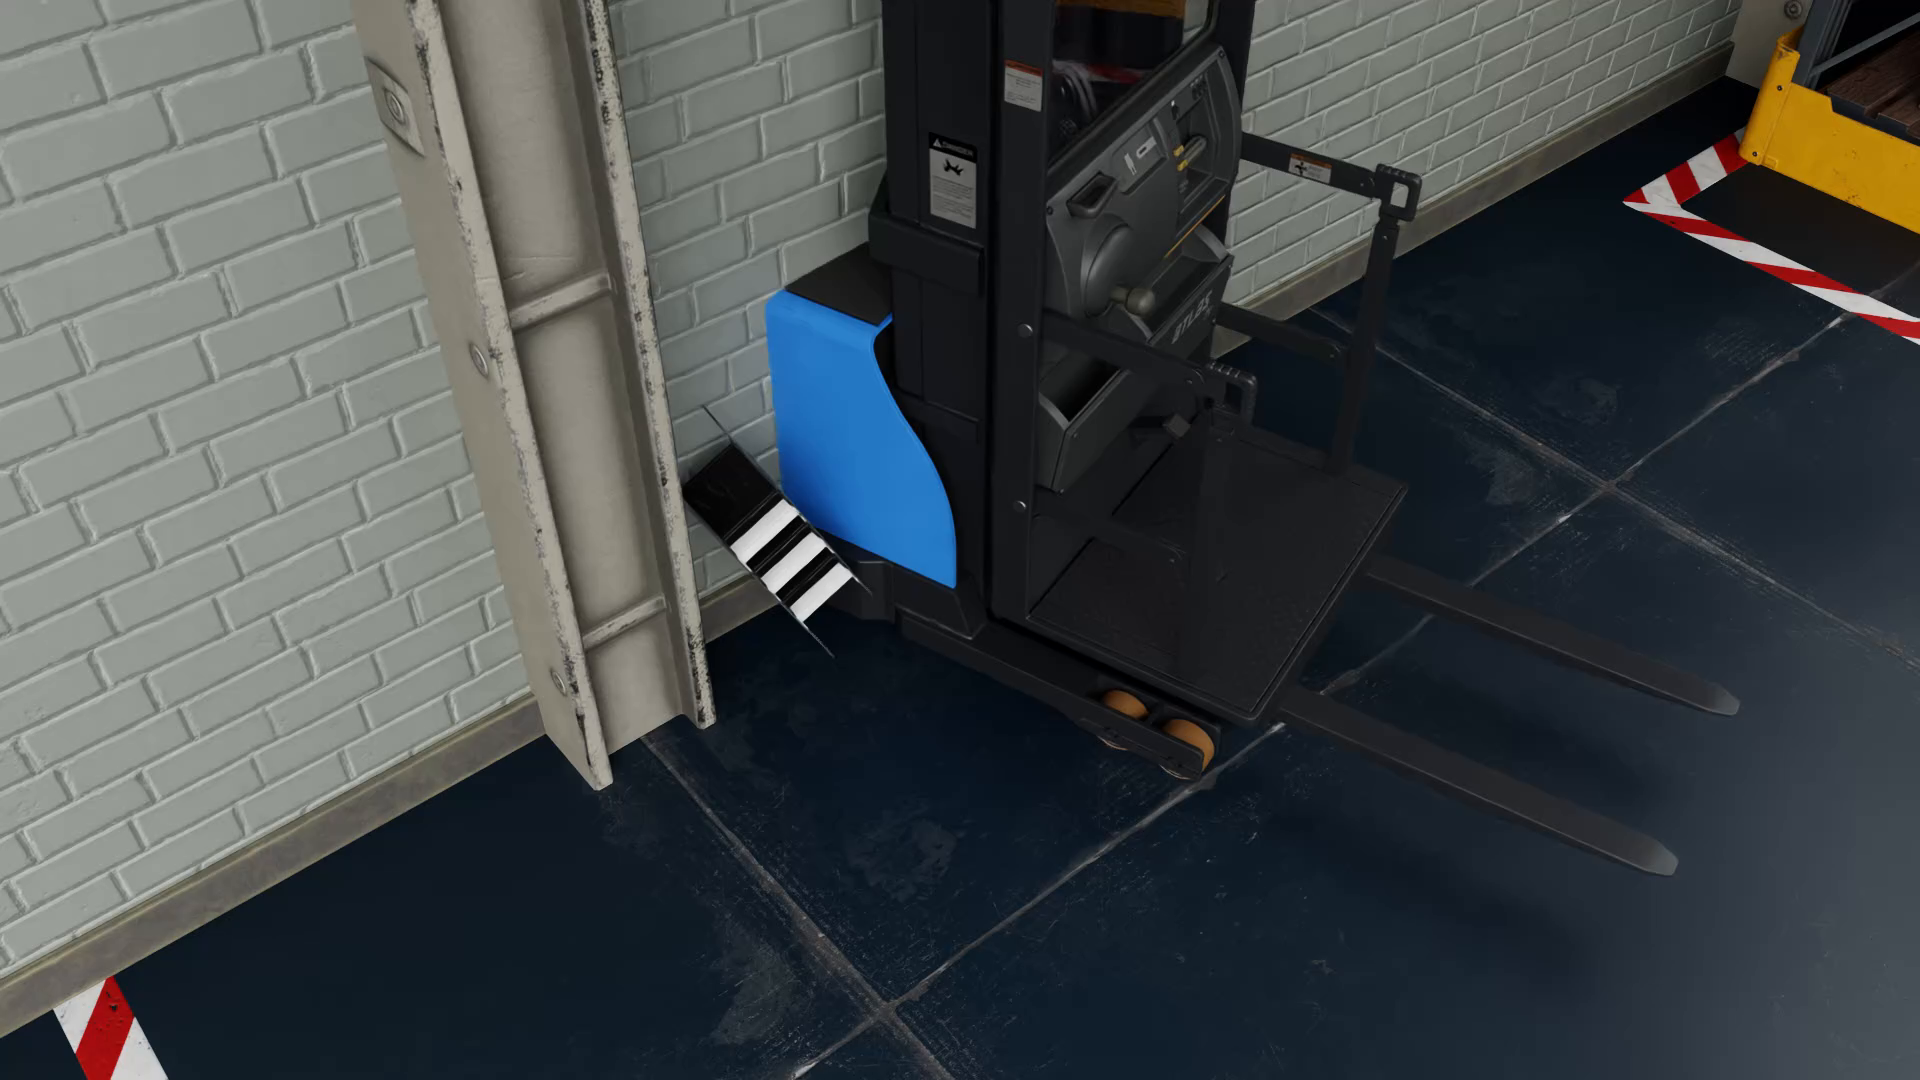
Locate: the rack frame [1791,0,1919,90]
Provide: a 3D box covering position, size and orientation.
[{"bbox_3d":[3.685,-2.450,5.668,0.127,3.000,1.000,-30,51,-28],"label":"rack frame"}]

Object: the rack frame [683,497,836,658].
[{"bbox_3d":[-0.593,0.067,4.587,0.006,0.900,0.240,-43,54,-5],"label":"rack frame"}]

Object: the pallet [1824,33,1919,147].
[{"bbox_3d":[4.389,-1.806,7.018,1.213,0.211,1.003,-30,51,-28],"label":"pallet"}]

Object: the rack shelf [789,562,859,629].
[{"bbox_3d":[-0.445,0.099,4.768,0.200,0.077,0.258,-43,54,-5],"label":"rack shelf"}]

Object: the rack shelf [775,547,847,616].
[{"bbox_3d":[-0.476,0.057,4.695,0.200,0.077,0.258,-43,54,-5],"label":"rack shelf"}]

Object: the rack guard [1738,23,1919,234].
[{"bbox_3d":[3.744,-1.573,6.559,0.348,0.500,1.175,-30,51,-28],"label":"rack guard"}]

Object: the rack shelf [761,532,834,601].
[{"bbox_3d":[-0.507,0.014,4.622,0.200,0.077,0.258,-43,54,-5],"label":"rack shelf"}]

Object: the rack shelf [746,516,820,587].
[{"bbox_3d":[-0.538,-0.028,4.549,0.200,0.077,0.258,-43,54,-5],"label":"rack shelf"}]

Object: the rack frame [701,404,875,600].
[{"bbox_3d":[-0.444,-0.070,4.603,0.006,0.900,0.240,-43,54,-5],"label":"rack frame"}]

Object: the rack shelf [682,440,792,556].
[{"bbox_3d":[-0.600,-0.113,4.403,0.200,0.077,0.258,-43,54,-5],"label":"rack shelf"}]

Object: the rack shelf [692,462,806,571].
[{"bbox_3d":[-0.569,-0.071,4.476,0.200,0.077,0.258,-43,54,-5],"label":"rack shelf"}]

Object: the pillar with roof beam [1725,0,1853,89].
[{"bbox_3d":[6.429,-3.138,2.018,0.400,9.000,9.100,-30,51,-28],"label":"pillar with roof beam"}]

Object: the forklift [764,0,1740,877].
[{"bbox_3d":[0.638,-0.833,3.996,3.031,2.935,1.130,23,48,23],"label":"forklift"}]

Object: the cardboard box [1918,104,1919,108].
[{"bbox_3d":[4.274,-1.887,6.711,0.500,0.311,0.500,33,52,30],"label":"cardboard box"}]

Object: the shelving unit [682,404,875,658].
[{"bbox_3d":[-0.518,-0.002,4.595,0.210,0.900,0.258,-43,54,-5],"label":"shelving unit"}]
